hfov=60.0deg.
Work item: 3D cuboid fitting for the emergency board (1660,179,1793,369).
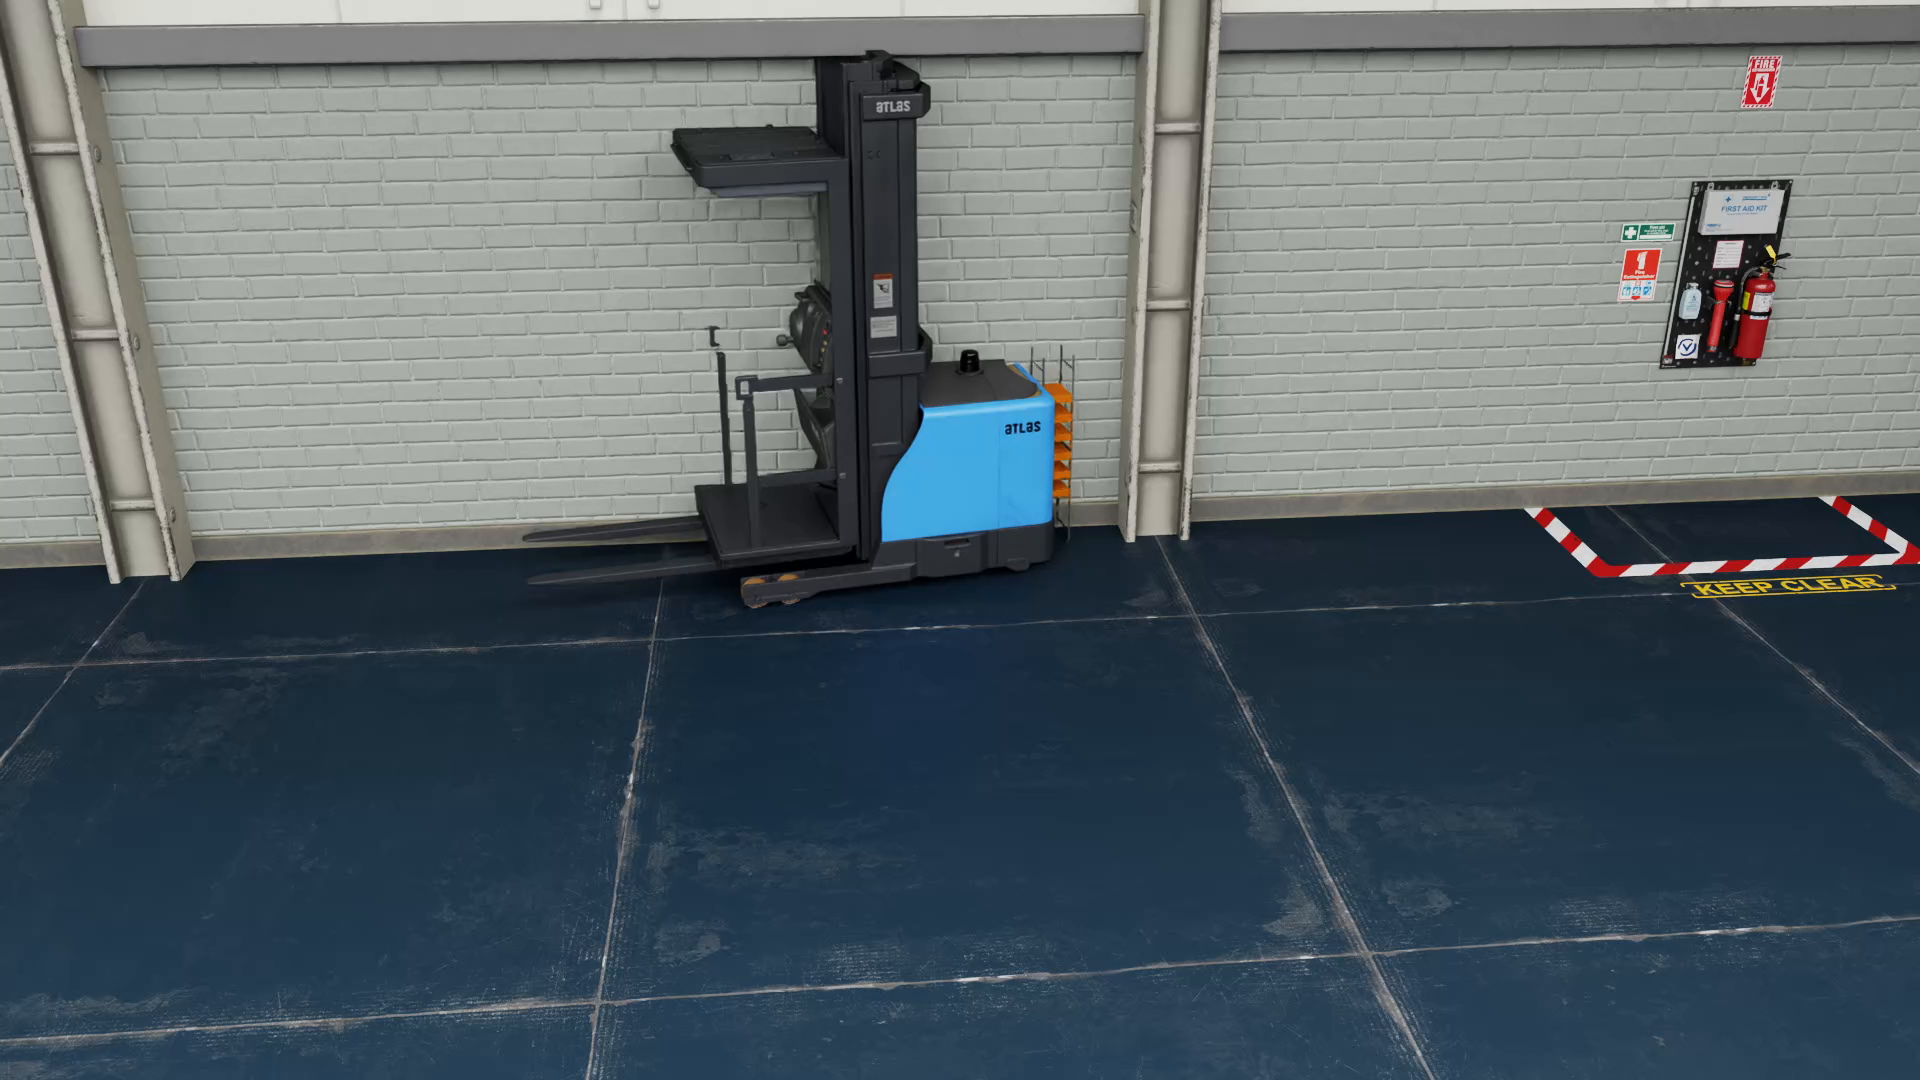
[{"bbox_3d":[4.711,-1.584,10.120,0.643,1.169,0.194,-2,24,-5],"label":"emergency board"}]

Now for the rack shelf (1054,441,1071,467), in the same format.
[{"bbox_3d":[0.547,-0.523,10.057,0.180,0.103,0.258,-7,25,-14],"label":"rack shelf"}]

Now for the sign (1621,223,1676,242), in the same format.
[{"bbox_3d":[4.156,-1.858,10.042,0.331,0.109,0.001,-2,24,-5],"label":"sign"}]

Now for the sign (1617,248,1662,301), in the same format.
[{"bbox_3d":[4.151,-1.620,10.157,0.234,0.329,0.001,-2,24,-5],"label":"sign"}]

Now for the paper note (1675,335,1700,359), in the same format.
[{"bbox_3d":[4.528,-1.202,10.346,0.142,0.148,0.016,-2,24,-5],"label":"paper note"}]

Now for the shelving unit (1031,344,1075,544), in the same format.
[{"bbox_3d":[0.547,-0.563,10.039,0.189,1.200,0.258,-7,25,-14],"label":"shelving unit"}]

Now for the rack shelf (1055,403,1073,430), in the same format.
[{"bbox_3d":[0.547,-0.742,9.960,0.180,0.103,0.258,-7,25,-14],"label":"rack shelf"}]

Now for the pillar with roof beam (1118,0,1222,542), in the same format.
[{"bbox_3d":[1.626,-2.429,4.635,0.400,9.000,9.100,-2,24,-5],"label":"pillar with roof beam"}]

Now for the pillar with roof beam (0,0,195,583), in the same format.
[{"bbox_3d":[-4.345,-2.189,4.096,0.400,9.000,9.100,-2,24,-5],"label":"pillar with roof beam"}]

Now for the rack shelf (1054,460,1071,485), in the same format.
[{"bbox_3d":[0.547,-0.413,10.105,0.180,0.103,0.258,-7,25,-14],"label":"rack shelf"}]

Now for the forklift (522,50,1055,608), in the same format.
[{"bbox_3d":[-1.017,-1.194,9.327,3.031,2.935,1.130,-7,25,-14],"label":"forklift"}]

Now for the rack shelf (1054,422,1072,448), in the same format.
[{"bbox_3d":[0.547,-0.632,10.008,0.180,0.103,0.258,-7,25,-14],"label":"rack shelf"}]

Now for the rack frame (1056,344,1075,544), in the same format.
[{"bbox_3d":[0.635,-0.573,10.062,0.006,1.200,0.240,-7,25,-14],"label":"rack frame"}]

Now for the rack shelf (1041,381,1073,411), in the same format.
[{"bbox_3d":[0.547,-0.852,9.911,0.180,0.103,0.258,-7,25,-14],"label":"rack shelf"}]

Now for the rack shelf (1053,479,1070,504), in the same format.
[{"bbox_3d":[0.547,-0.303,10.154,0.180,0.103,0.258,-7,25,-14],"label":"rack shelf"}]

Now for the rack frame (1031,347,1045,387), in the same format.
[{"bbox_3d":[0.459,-0.553,10.016,0.006,1.200,0.240,-7,25,-14],"label":"rack frame"}]

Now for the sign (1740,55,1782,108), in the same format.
[{"bbox_3d":[4.693,-2.683,9.739,0.199,0.298,0.001,-2,24,-5],"label":"sign"}]
